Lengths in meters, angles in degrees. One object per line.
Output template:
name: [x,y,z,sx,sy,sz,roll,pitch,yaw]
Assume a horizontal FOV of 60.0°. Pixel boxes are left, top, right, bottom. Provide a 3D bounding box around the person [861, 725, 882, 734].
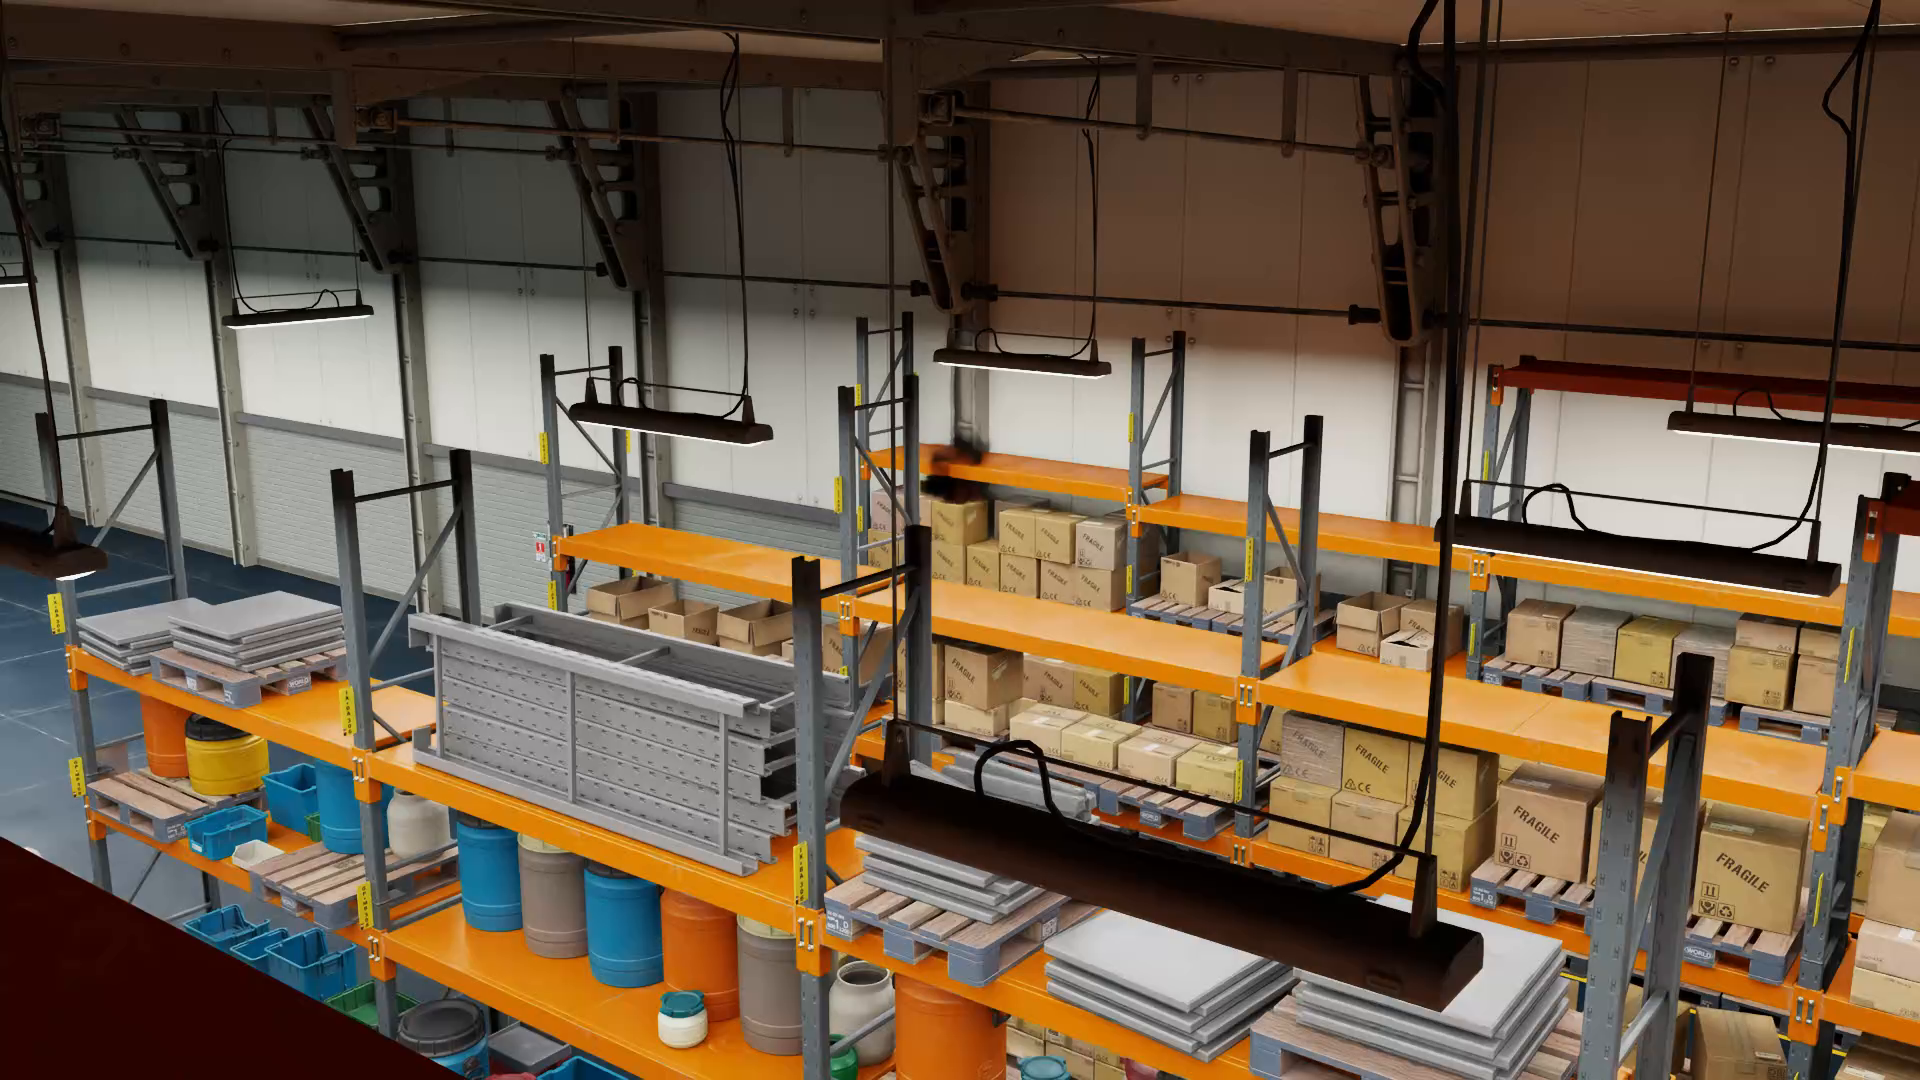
person: [-0.997,2.679,18.651,0.715,1.900,0.631,7,15,29]
